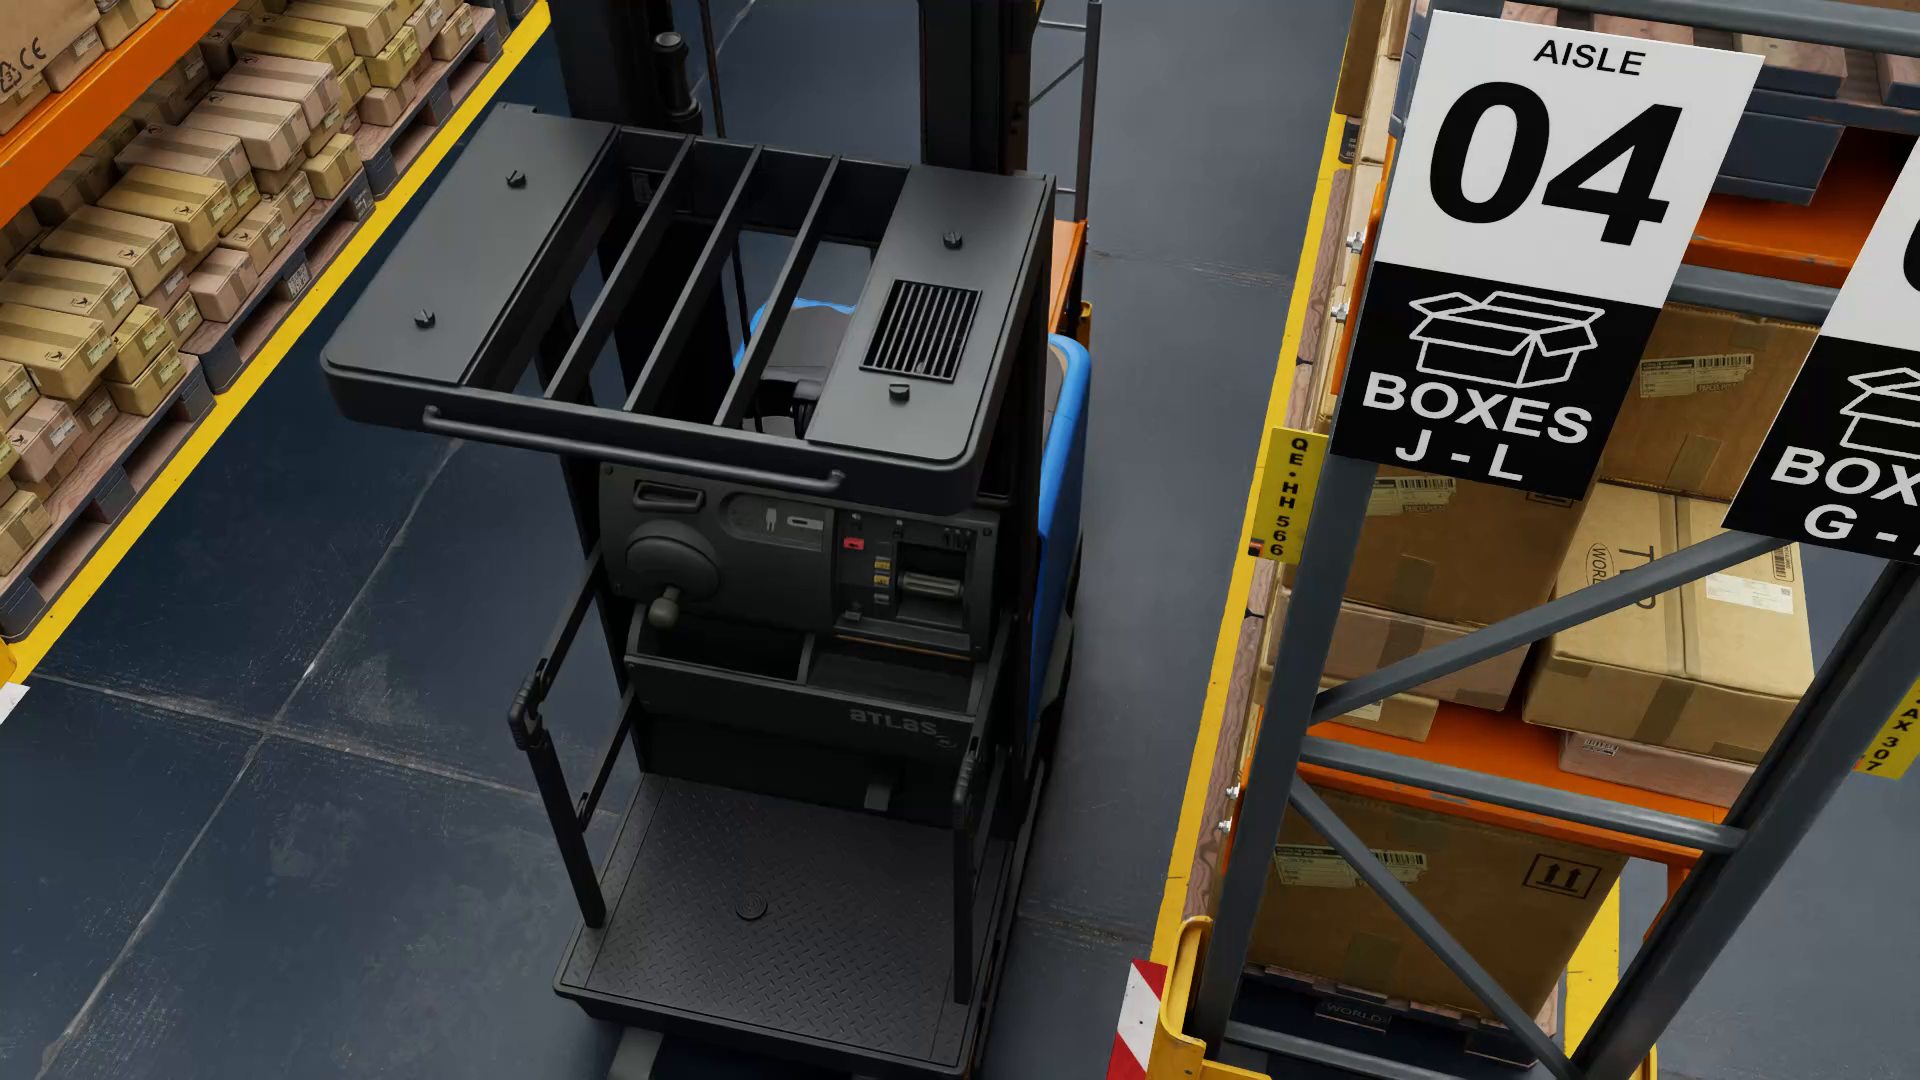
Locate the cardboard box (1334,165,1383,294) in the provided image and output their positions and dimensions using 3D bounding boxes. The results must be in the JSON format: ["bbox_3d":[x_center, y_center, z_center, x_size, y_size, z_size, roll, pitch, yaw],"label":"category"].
[{"bbox_3d":[1.228,-0.680,4.251,0.500,0.250,0.500,10,49,9],"label":"cardboard box"}]

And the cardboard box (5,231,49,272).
[{"bbox_3d":[-3.547,-1.031,6.082,0.380,0.149,0.250,12,50,11],"label":"cardboard box"}]

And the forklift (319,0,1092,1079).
[{"bbox_3d":[-0.419,0.155,3.659,1.130,2.935,3.031,9,49,8],"label":"forklift"}]

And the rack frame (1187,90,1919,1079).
[{"bbox_3d":[1.089,0.507,3.302,1.000,3.000,0.127,12,50,10],"label":"rack frame"}]

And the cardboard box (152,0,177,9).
[{"bbox_3d":[-2.808,-1.957,5.645,0.380,0.149,0.250,12,50,11],"label":"cardboard box"}]

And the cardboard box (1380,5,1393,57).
[{"bbox_3d":[1.499,-1.413,4.898,0.500,0.250,0.500,13,50,11],"label":"cardboard box"}]

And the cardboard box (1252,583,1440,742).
[{"bbox_3d":[0.865,0.267,3.681,0.380,0.149,0.250,12,50,11],"label":"cardboard box"}]

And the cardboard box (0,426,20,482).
[{"bbox_3d":[-3.204,-0.250,5.194,0.380,0.149,0.250,10,49,8],"label":"cardboard box"}]

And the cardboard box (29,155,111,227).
[{"bbox_3d":[-3.385,-1.302,6.123,0.380,0.149,0.250,10,49,9],"label":"cardboard box"}]

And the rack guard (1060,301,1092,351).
[{"bbox_3d":[0.199,-0.818,6.305,0.587,0.250,0.087,9,49,8],"label":"rack guard"}]

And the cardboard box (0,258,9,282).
[{"bbox_3d":[-3.578,-0.928,5.793,0.380,0.149,0.250,10,49,9],"label":"cardboard box"}]

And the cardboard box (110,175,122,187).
[{"bbox_3d":[-3.416,-1.417,6.423,0.380,0.149,0.250,12,50,10],"label":"cardboard box"}]

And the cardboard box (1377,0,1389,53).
[{"bbox_3d":[1.537,-1.584,5.315,0.380,0.149,0.250,10,49,9],"label":"cardboard box"}]

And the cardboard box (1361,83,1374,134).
[{"bbox_3d":[1.402,-1.217,4.991,0.380,0.149,0.250,12,50,10],"label":"cardboard box"}]

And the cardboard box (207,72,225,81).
[{"bbox_3d":[-3.104,-1.955,6.897,0.380,0.149,0.250,9,49,8],"label":"cardboard box"}]

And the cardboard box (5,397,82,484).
[{"bbox_3d":[-3.158,-0.354,5.485,0.380,0.149,0.250,11,50,10],"label":"cardboard box"}]

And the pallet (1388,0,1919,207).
[{"bbox_3d":[1.274,-0.995,2.686,1.003,0.211,1.213,12,50,10],"label":"pallet"}]

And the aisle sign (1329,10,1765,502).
[{"bbox_3d":[0.781,-0.361,2.334,0.394,0.787,0.004,12,50,10],"label":"aisle sign"}]

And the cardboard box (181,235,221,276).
[{"bbox_3d":[-2.997,-1.128,6.168,0.380,0.149,0.250,14,50,12],"label":"cardboard box"}]

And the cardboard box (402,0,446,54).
[{"bbox_3d":[-2.452,-2.244,7.153,0.380,0.149,0.250,9,49,8],"label":"cardboard box"}]

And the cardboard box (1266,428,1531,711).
[{"bbox_3d":[0.960,0.055,3.602,0.500,0.250,0.500,11,49,9],"label":"cardboard box"}]

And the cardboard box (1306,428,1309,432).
[{"bbox_3d":[0.999,-0.103,4.008,0.380,0.149,0.250,12,50,10],"label":"cardboard box"}]

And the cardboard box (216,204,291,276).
[{"bbox_3d":[-2.829,-1.178,6.410,0.380,0.149,0.250,12,50,10],"label":"cardboard box"}]

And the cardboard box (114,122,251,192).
[{"bbox_3d":[-2.903,-1.406,6.215,0.380,0.149,0.250,12,50,10],"label":"cardboard box"}]

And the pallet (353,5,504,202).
[{"bbox_3d":[-2.759,-2.023,7.395,1.003,0.211,1.213,12,50,10],"label":"pallet"}]

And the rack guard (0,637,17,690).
[{"bbox_3d":[-3.650,0.227,5.216,1.175,0.500,0.348,12,50,10],"label":"rack guard"}]

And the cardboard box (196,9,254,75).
[{"bbox_3d":[-3.103,-2.049,6.783,0.380,0.149,0.250,10,49,9],"label":"cardboard box"}]

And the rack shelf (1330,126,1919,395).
[{"bbox_3d":[1.615,-1.694,3.724,1.077,0.370,4.000,12,50,10],"label":"rack shelf"}]

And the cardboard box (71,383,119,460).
[{"bbox_3d":[-3.174,-0.443,5.762,0.380,0.149,0.250,12,50,10],"label":"cardboard box"}]

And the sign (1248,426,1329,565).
[{"bbox_3d":[0.569,-0.072,2.883,0.100,0.325,0.005,12,50,10],"label":"sign"}]

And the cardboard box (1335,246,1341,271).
[{"bbox_3d":[1.268,-0.838,4.657,0.380,0.149,0.250,12,50,11],"label":"cardboard box"}]

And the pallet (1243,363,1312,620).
[{"bbox_3d":[1.547,-0.044,5.648,1.003,0.211,1.213,12,50,10],"label":"pallet"}]

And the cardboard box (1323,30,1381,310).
[{"bbox_3d":[1.891,-1.361,6.087,0.875,0.875,0.875,12,50,10],"label":"cardboard box"}]

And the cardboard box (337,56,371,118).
[{"bbox_3d":[-2.666,-1.884,6.835,0.380,0.149,0.250,12,50,10],"label":"cardboard box"}]

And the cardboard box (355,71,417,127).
[{"bbox_3d":[-2.548,-1.908,7.055,0.380,0.149,0.250,10,49,9],"label":"cardboard box"}]

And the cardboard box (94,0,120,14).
[{"bbox_3d":[-2.899,-2.061,5.303,0.500,0.500,0.500,10,49,9],"label":"cardboard box"}]

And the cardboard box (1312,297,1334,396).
[{"bbox_3d":[1.132,-0.472,4.333,0.380,0.149,0.250,11,49,9],"label":"cardboard box"}]

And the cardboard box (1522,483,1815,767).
[{"bbox_3d":[1.476,0.164,3.506,0.500,0.250,0.500,10,49,9],"label":"cardboard box"}]

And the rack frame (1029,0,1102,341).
[{"bbox_3d":[0.203,-1.246,5.849,0.500,1.500,0.032,9,49,8],"label":"rack frame"}]

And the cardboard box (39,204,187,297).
[{"bbox_3d":[-2.990,-1.024,5.878,0.380,0.149,0.250,13,50,12],"label":"cardboard box"}]

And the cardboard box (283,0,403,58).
[{"bbox_3d":[-2.547,-2.148,6.870,0.380,0.149,0.250,11,50,10],"label":"cardboard box"}]

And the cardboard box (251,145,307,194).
[{"bbox_3d":[-2.805,-1.506,6.502,0.380,0.149,0.250,9,49,8],"label":"cardboard box"}]

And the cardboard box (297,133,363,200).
[{"bbox_3d":[-2.664,-1.534,6.725,0.380,0.149,0.250,11,50,10],"label":"cardboard box"}]

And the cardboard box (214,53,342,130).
[{"bbox_3d":[-2.673,-1.762,6.529,0.380,0.149,0.250,9,49,8],"label":"cardboard box"}]

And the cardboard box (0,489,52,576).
[{"bbox_3d":[-3.223,-0.057,5.421,0.380,0.149,0.250,12,50,11],"label":"cardboard box"}]

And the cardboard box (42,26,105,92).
[{"bbox_3d":[-2.995,-1.587,5.317,0.380,0.149,0.250,11,49,9],"label":"cardboard box"}]

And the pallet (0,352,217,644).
[{"bbox_3d":[-3.402,-0.258,5.837,1.003,0.211,1.213,12,50,10],"label":"pallet"}]

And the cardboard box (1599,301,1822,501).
[{"bbox_3d":[1.607,-0.446,3.544,0.500,0.500,0.500,10,49,9],"label":"cardboard box"}]

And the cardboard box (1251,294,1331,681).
[{"bbox_3d":[1.420,-0.066,4.945,0.875,0.875,0.875,12,50,10],"label":"cardboard box"}]

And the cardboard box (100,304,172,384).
[{"bbox_3d":[-3.006,-0.713,5.802,0.380,0.149,0.250,13,50,11],"label":"cardboard box"}]

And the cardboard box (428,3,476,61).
[{"bbox_3d":[-2.391,-2.283,7.386,0.380,0.149,0.250,12,50,11],"label":"cardboard box"}]

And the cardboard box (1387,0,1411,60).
[{"bbox_3d":[1.499,-1.656,4.612,0.500,0.500,0.500,10,49,9],"label":"cardboard box"}]

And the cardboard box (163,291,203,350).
[{"bbox_3d":[-3.026,-0.810,6.085,0.380,0.149,0.250,12,50,10],"label":"cardboard box"}]

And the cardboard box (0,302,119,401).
[{"bbox_3d":[-3.058,-0.630,5.530,0.380,0.149,0.250,11,50,10],"label":"cardboard box"}]

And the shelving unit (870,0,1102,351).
[{"bbox_3d":[0.092,-0.867,5.515,0.587,1.500,1.083,9,49,8],"label":"shelving unit"}]

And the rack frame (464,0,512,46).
[{"bbox_3d":[-2.617,-3.438,6.784,1.000,3.000,0.127,12,50,10],"label":"rack frame"}]

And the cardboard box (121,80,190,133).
[{"bbox_3d":[-3.241,-1.668,6.446,0.380,0.149,0.250,10,49,8],"label":"cardboard box"}]
